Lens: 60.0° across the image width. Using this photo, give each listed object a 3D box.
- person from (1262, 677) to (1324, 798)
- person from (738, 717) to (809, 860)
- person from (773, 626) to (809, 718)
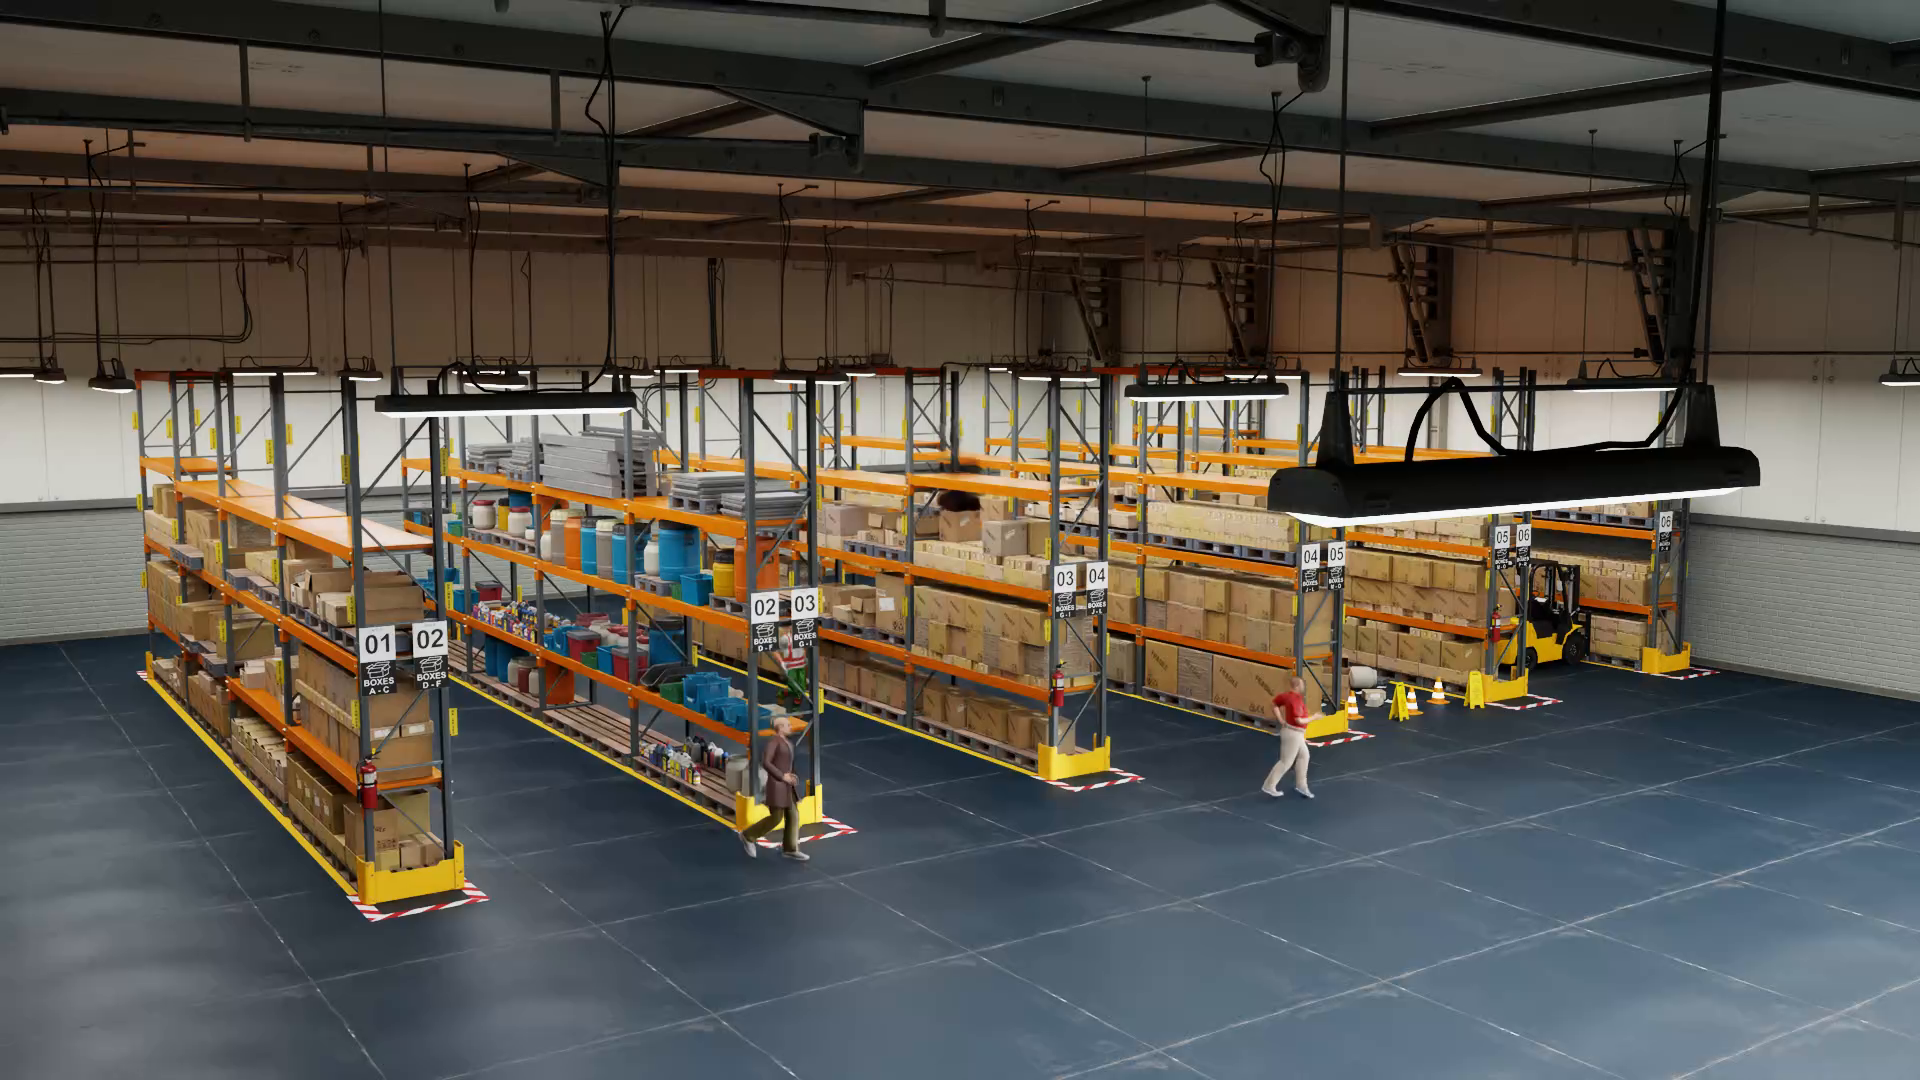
[{"bbox_3d":[4.710,2.827,23.571,0.866,1.784,0.603,0,6,2],"label":"person"},{"bbox_3d":[-2.274,3.099,20.936,0.911,1.748,0.768,1,7,13],"label":"person"},{"bbox_3d":[-2.908,2.216,28.897,0.657,1.743,0.605,-6,9,-44],"label":"person"}]
